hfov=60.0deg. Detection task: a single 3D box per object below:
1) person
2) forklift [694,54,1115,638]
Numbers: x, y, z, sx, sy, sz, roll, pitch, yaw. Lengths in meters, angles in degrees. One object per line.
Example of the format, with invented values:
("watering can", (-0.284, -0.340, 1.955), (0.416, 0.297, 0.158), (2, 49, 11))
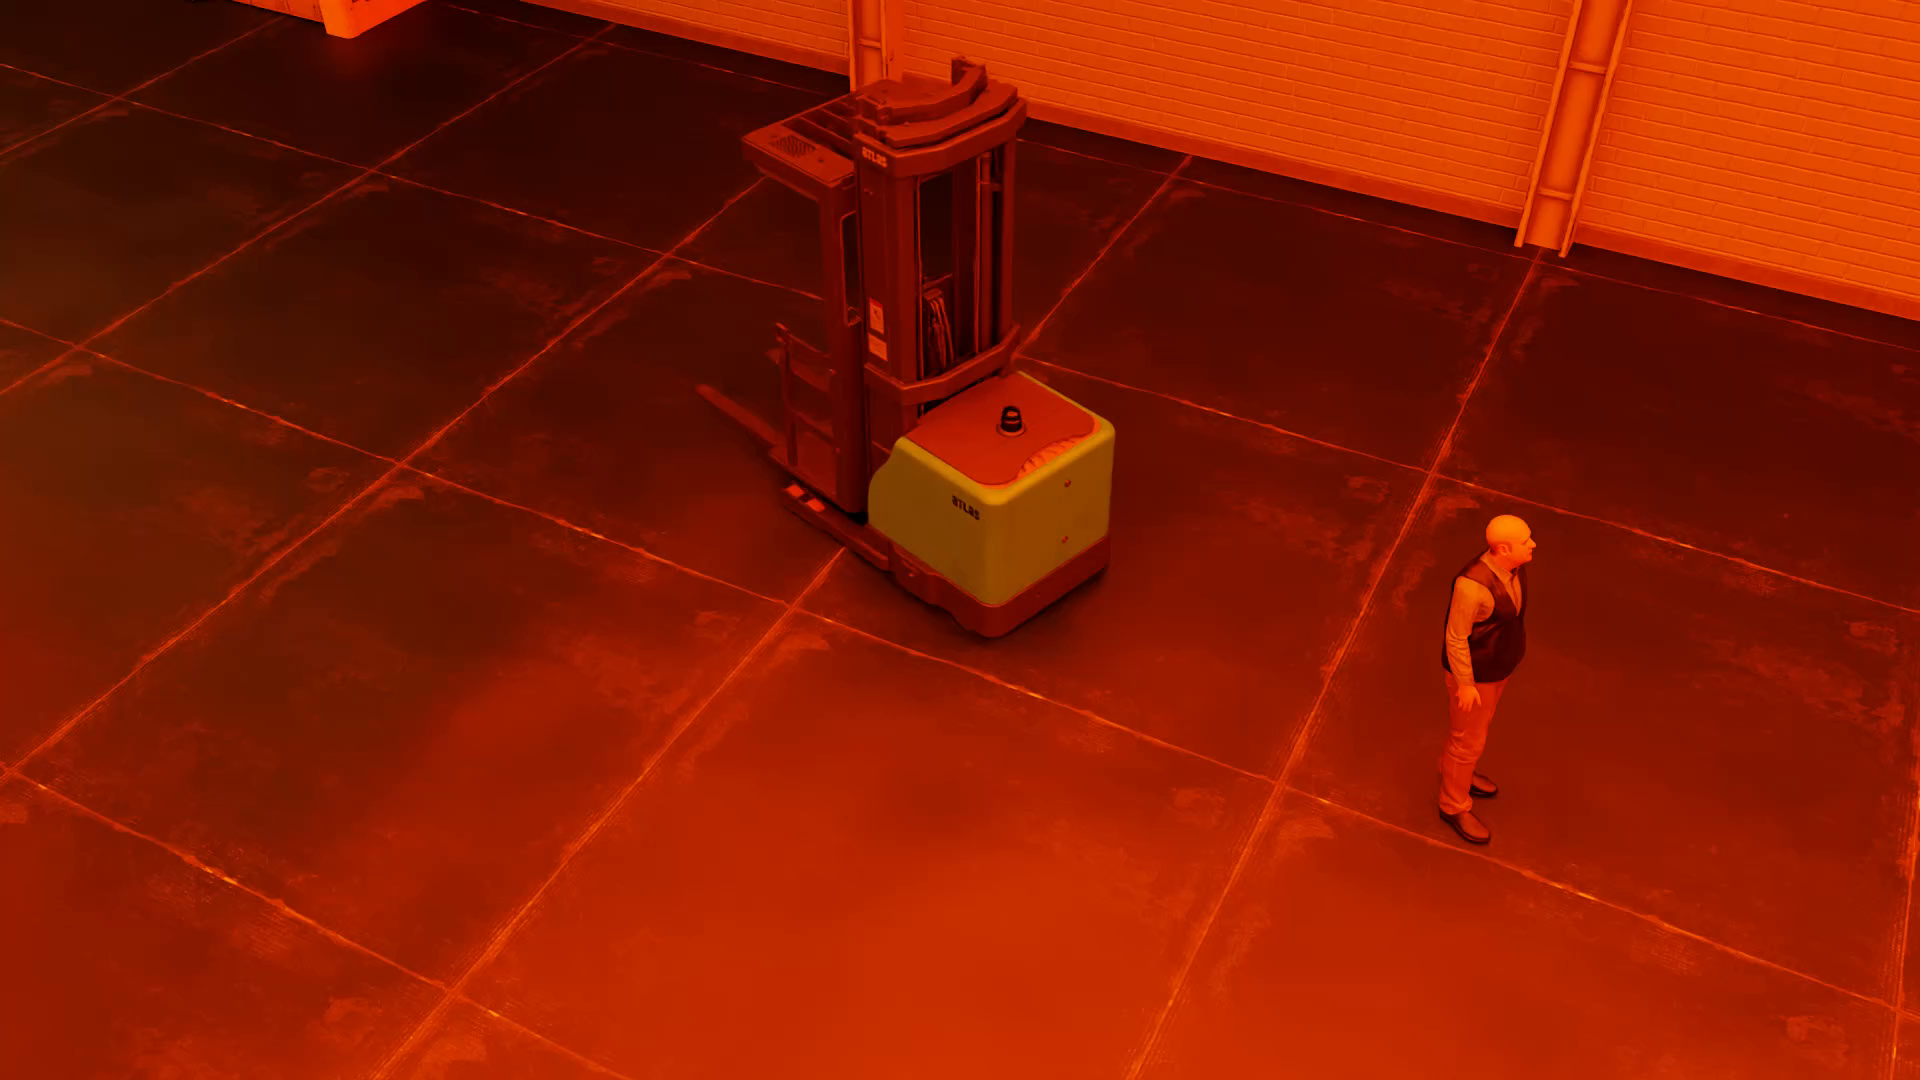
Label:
("person", (2.623, 0.635, 8.160), (0.568, 1.720, 0.631), (28, 47, 29))
("forklift", (-0.490, -1.417, 9.669), (1.130, 2.935, 3.031), (-32, 49, -32))
